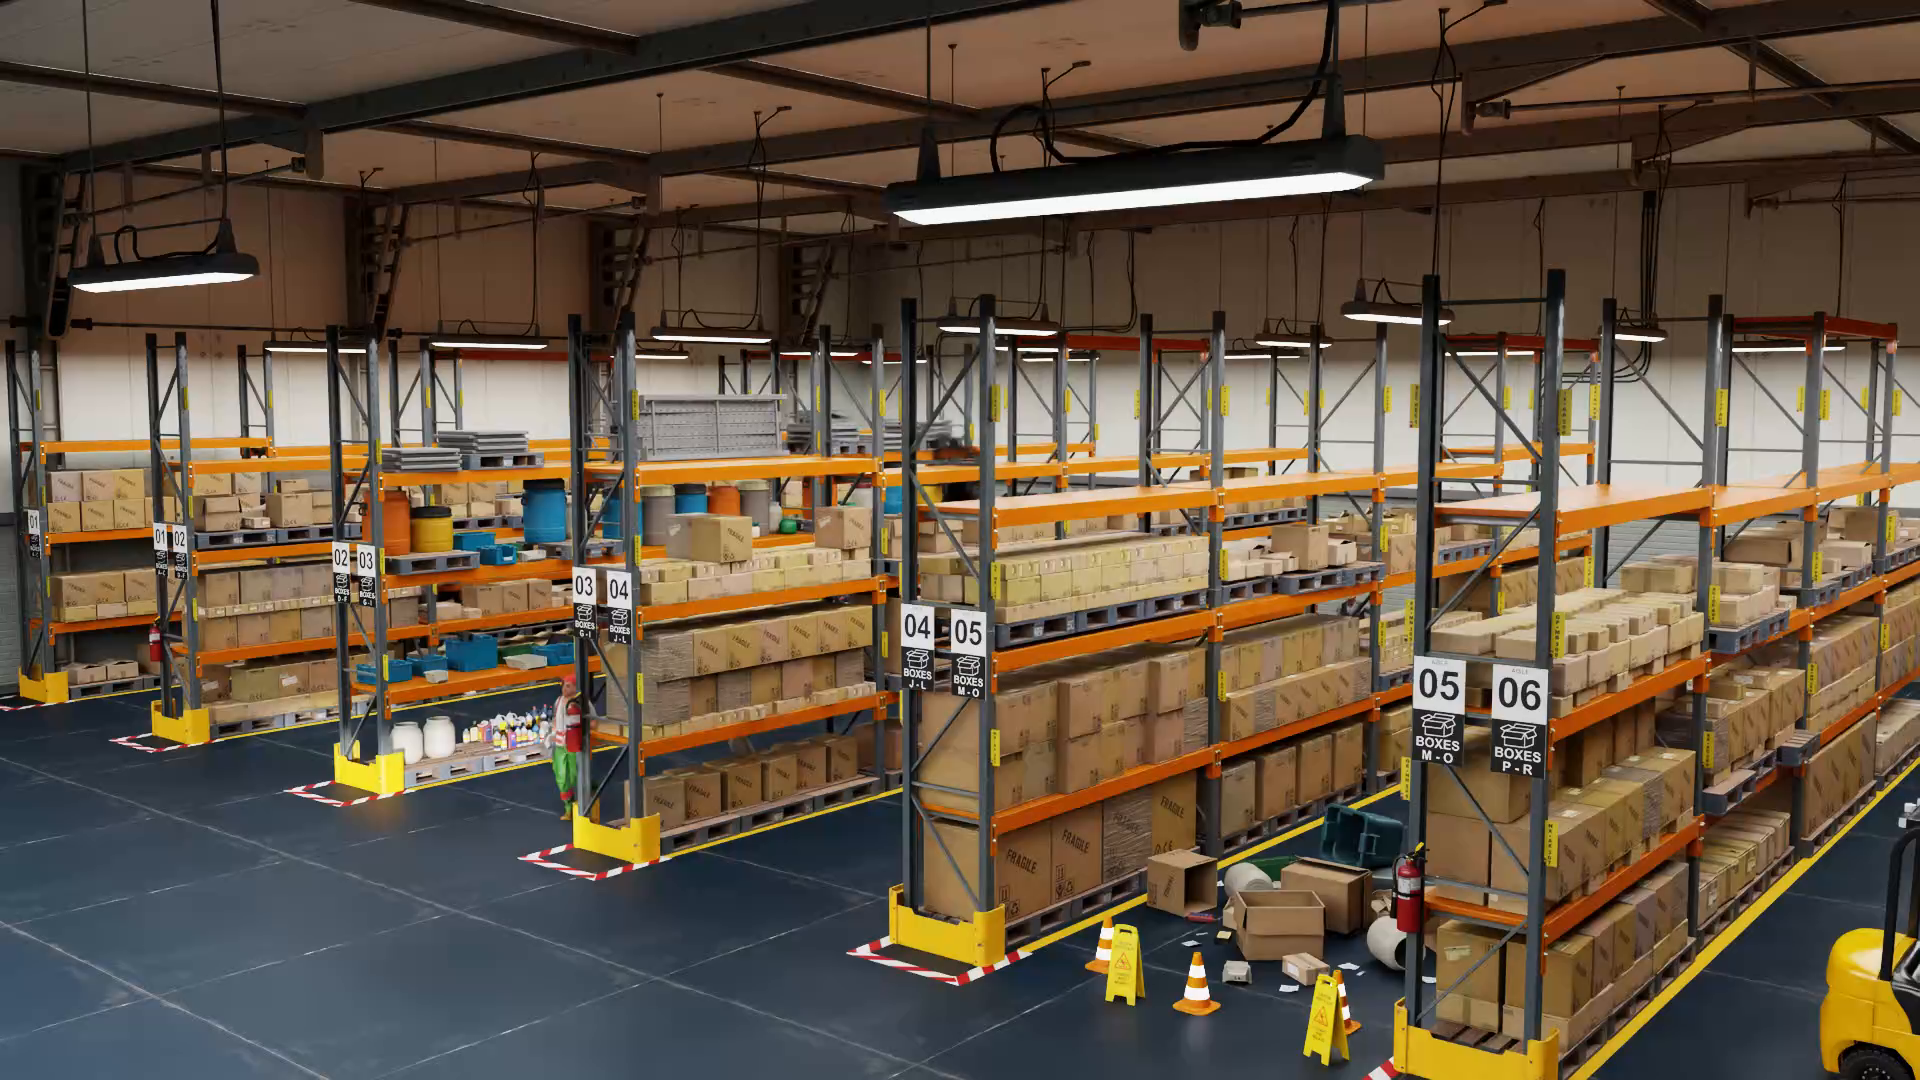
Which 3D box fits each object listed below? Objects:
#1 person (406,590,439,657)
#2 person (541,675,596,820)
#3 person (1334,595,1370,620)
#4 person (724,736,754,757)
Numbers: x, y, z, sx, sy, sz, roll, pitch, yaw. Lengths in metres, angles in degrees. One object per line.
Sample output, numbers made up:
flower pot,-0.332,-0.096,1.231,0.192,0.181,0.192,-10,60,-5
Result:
person,-10.004,1.528,30.619,0.733,1.807,1.084,3,6,32
person,-4.704,2.489,20.090,0.643,1.742,0.612,2,6,22
person,6.835,1.722,29.030,0.647,1.780,0.670,5,7,41
person,-2.961,2.311,22.025,0.684,1.843,0.842,4,7,39
